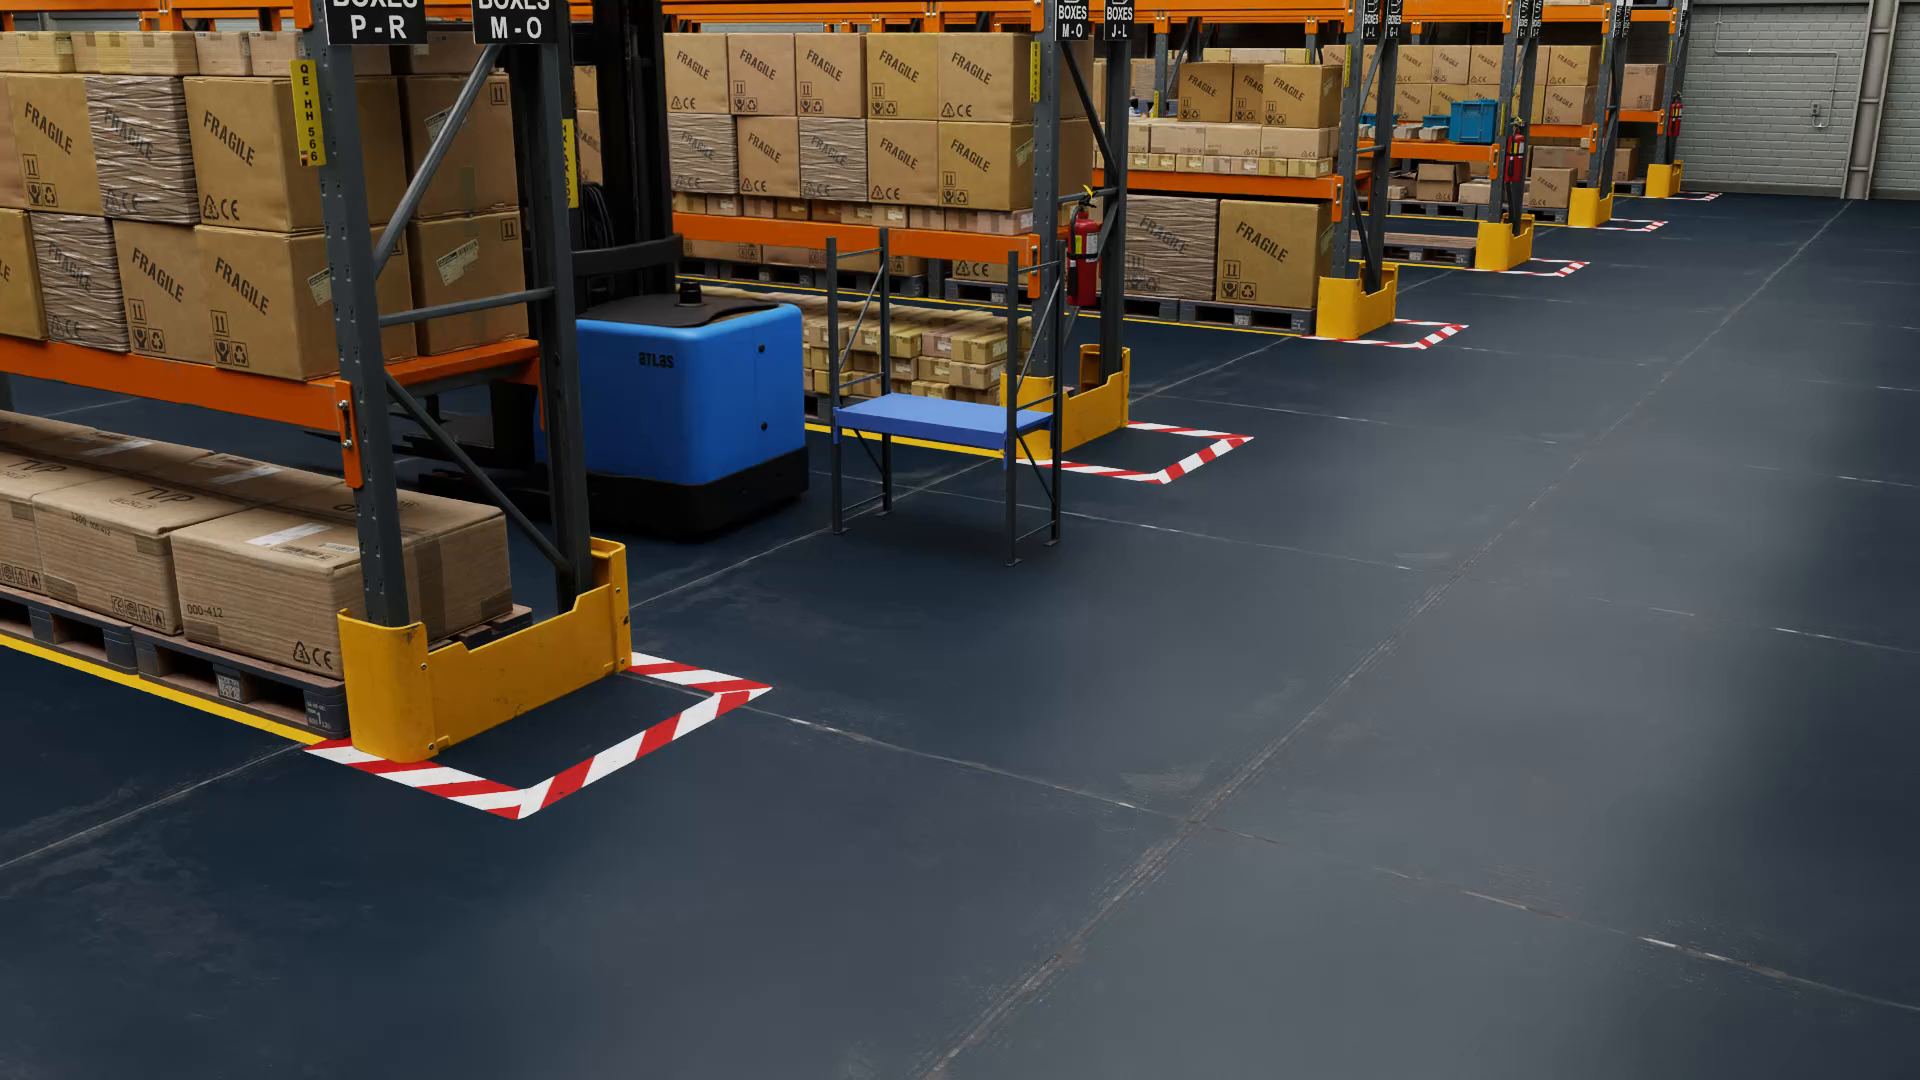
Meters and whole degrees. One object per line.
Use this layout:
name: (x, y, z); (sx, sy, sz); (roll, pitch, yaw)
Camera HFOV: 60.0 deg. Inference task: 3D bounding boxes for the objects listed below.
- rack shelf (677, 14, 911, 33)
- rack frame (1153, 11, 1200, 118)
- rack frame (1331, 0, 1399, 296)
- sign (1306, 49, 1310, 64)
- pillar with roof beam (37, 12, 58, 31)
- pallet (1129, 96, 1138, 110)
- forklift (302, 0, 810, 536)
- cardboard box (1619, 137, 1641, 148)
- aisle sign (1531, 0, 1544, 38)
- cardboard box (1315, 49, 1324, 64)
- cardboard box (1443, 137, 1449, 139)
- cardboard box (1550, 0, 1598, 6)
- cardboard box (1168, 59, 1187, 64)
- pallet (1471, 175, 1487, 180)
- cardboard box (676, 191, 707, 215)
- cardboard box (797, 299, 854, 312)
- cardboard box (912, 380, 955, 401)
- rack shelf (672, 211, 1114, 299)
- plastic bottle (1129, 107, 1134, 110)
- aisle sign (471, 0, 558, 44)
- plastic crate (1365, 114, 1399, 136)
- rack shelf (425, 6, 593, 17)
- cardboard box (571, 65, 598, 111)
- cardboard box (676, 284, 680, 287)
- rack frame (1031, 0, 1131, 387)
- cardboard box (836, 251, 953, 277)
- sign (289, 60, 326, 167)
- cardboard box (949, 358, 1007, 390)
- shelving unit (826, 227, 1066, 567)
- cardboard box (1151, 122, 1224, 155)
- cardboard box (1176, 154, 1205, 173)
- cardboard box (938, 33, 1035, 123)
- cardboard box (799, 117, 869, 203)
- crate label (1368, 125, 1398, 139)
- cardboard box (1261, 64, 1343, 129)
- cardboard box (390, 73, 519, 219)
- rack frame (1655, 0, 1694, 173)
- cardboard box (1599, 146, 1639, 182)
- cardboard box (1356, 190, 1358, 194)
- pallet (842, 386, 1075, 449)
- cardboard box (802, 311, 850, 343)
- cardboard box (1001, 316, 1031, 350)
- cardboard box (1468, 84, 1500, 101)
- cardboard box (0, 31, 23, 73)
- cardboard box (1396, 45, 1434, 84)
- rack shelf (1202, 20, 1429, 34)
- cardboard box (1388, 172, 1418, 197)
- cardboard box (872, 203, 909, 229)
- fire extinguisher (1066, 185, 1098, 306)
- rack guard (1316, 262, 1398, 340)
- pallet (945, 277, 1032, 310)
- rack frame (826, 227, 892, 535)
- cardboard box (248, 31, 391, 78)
rack shelf: (-2.516, -7.114, 22.716); (4.000, 0.370, 1.077); (10, 20, 30)
rack frame: (2.597, -5.110, 20.043); (0.127, 3.000, 1.000); (10, 20, 30)
rack frame: (3.414, -3.275, 14.001); (0.127, 3.000, 1.000); (10, 20, 30)
sign: (4.905, -6.752, 23.457); (0.005, 0.325, 0.100); (10, 20, 30)
pillar with roof beam: (-29.211, -15.864, 45.124); (0.400, 9.000, 9.100); (10, 20, 30)
pallet: (2.398, -6.767, 25.828); (1.003, 0.211, 1.213); (10, 20, 30)
forklift: (-2.365, -1.707, 8.958); (3.031, 2.935, 1.130); (9, 19, 27)
cardboard box: (10.753, -6.383, 26.695); (0.250, 0.149, 0.380); (10, 20, 30)
aisle sign: (6.222, -5.808, 17.868); (0.004, 0.787, 0.394); (10, 20, 30)
cardboard box: (6.385, -8.288, 28.495); (0.500, 0.250, 0.500); (11, 20, 31)
cardboard box: (8.346, -6.811, 28.105); (0.250, 0.149, 0.380); (10, 20, 30)
cardboard box: (8.025, -7.104, 21.705); (0.500, 0.250, 0.500); (10, 20, 30)
cardboard box: (3.968, -8.499, 30.272); (0.500, 0.500, 0.700); (8, 18, 24)
pallet: (8.389, -6.094, 28.081); (1.213, 0.211, 1.003); (10, 20, 30)
cardboard box: (-1.684, -2.280, 11.159); (0.250, 0.149, 0.380); (11, 20, 31)
cardboard box: (-0.933, -1.557, 11.505); (0.250, 0.149, 0.380); (10, 20, 30)
cardboard box: (-0.098, -0.941, 10.501); (0.250, 0.149, 0.380); (11, 20, 32)
rack shelf: (-0.973, -2.022, 11.114); (4.000, 0.370, 1.077); (10, 20, 30)
plastic bottle: (2.090, -5.271, 20.786); (0.135, 0.276, 0.152); (10, 20, 30)
aisle sign: (-1.560, -2.125, 5.744); (0.004, 0.787, 0.394); (10, 20, 30)
plastic crate: (4.846, -4.769, 19.107); (0.300, 0.233, 0.416); (10, 20, 30)
rack shelf: (-5.108, -5.887, 18.677); (4.000, 0.370, 1.077); (10, 20, 30)
cardboard box: (-2.420, -3.210, 11.383); (0.500, 0.500, 0.500); (11, 20, 31)
cardboard box: (-2.237, -1.802, 12.312); (0.250, 0.149, 0.380); (11, 20, 32)
rack frame: (0.732, -2.062, 10.008); (0.127, 3.000, 1.000); (10, 20, 30)
cardboard box: (-0.551, -3.160, 16.556); (0.875, 0.875, 1.225); (10, 20, 30)
sign: (-2.069, -1.356, 5.283); (0.005, 0.325, 0.100); (10, 20, 30)
cardboard box: (0.133, -1.051, 10.350); (0.250, 0.149, 0.380); (10, 19, 29)
shelving unit: (-0.073, -0.731, 8.206); (1.048, 1.500, 0.538); (10, 20, 30)
cardboard box: (1.996, -3.508, 14.515); (0.500, 0.250, 0.500); (9, 19, 28)
cardboard box: (2.067, -3.282, 14.458); (0.250, 0.149, 0.380); (10, 19, 29)
cardboard box: (0.212, -2.738, 9.831); (0.500, 0.500, 0.500); (10, 19, 29)
cardboard box: (-0.659, -2.411, 10.473); (0.500, 0.500, 0.500); (10, 20, 30)
crate label: (4.727, -4.567, 18.606); (0.243, 0.136, 0.396); (10, 20, 30)
cardboard box: (2.861, -3.713, 13.901); (0.500, 0.500, 0.500); (10, 20, 31)
cardboard box: (-2.033, -1.490, 6.234); (0.500, 0.500, 0.500); (10, 19, 29)
rack frame: (11.190, -6.955, 26.117); (0.127, 3.000, 1.000); (10, 20, 30)
cardboard box: (10.542, -6.042, 26.688); (0.500, 0.500, 0.700); (10, 20, 30)
cardboard box: (5.437, -5.143, 24.020); (0.500, 0.311, 0.500); (10, 20, 30)
pallet: (-0.007, -0.871, 10.887); (1.213, 0.211, 1.003); (10, 20, 30)
cardboard box: (-0.935, -1.411, 11.025); (0.250, 0.149, 0.380); (9, 19, 28)
cardboard box: (0.463, -1.347, 10.814); (0.250, 0.149, 0.380); (9, 19, 28)
cardboard box: (7.211, -5.932, 22.575); (0.500, 0.500, 0.500); (10, 20, 30)
cardboard box: (-3.513, -1.887, 6.425); (0.250, 0.149, 0.380); (11, 20, 32)
cardboard box: (6.325, -6.564, 22.938); (0.500, 0.500, 0.500); (9, 19, 28)
rack shelf: (6.078, -8.959, 28.790); (4.000, 0.370, 1.077); (10, 20, 30)
cardboard box: (6.466, -5.130, 23.977); (0.500, 0.311, 0.500); (10, 20, 30)
cardboard box: (-0.338, -2.036, 10.354); (0.250, 0.149, 0.380); (11, 20, 32)
fire extinguisher: (0.705, -1.694, 9.571); (0.183, 0.674, 0.296); (10, 20, 30)
rack guard: (3.434, -2.075, 14.353); (0.348, 0.500, 1.175); (10, 20, 30)
pallet: (0.612, -2.414, 15.965); (1.213, 0.211, 1.003); (10, 20, 30)
rack frame: (-0.506, -0.808, 8.460); (0.032, 1.500, 0.500); (10, 20, 30)
cardboard box: (-2.183, -1.662, 5.684); (0.250, 0.149, 0.380); (10, 20, 31)
